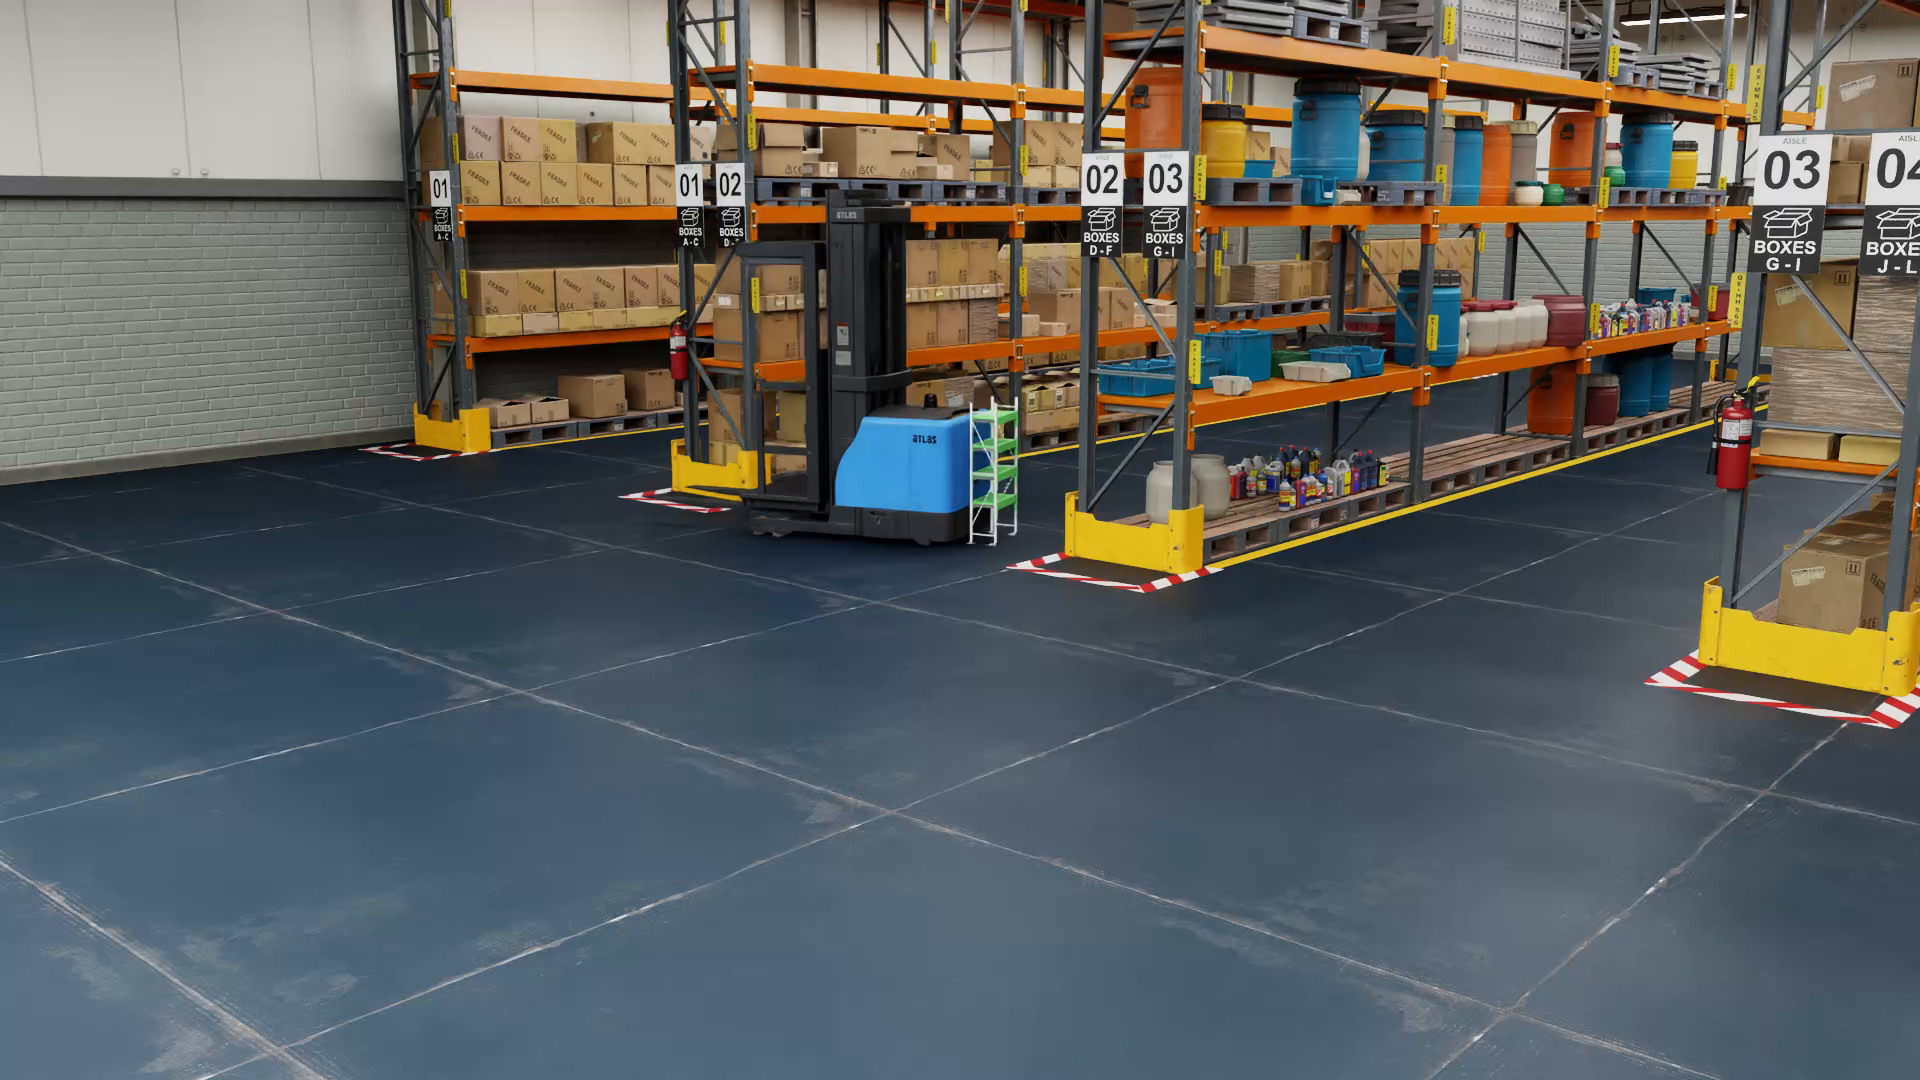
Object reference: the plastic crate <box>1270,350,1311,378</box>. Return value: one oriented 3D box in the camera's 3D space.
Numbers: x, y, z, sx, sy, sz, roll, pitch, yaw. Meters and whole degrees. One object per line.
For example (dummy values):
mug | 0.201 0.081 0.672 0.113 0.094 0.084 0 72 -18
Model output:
plastic crate | 2.902 -1.607 15.139 0.450 0.188 0.662 10 15 40

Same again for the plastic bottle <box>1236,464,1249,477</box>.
plastic bottle | 2.531 -0.546 15.119 0.152 0.276 0.135 9 15 39

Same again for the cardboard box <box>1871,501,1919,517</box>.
cardboard box | 6.713 0.027 11.729 0.500 0.500 0.500 8 14 35

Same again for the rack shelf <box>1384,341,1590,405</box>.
rack shelf | 5.330 -1.815 17.479 1.077 0.370 4.000 10 15 40

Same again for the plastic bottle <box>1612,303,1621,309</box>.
plastic bottle | 8.457 -2.917 21.476 0.152 0.276 0.135 10 15 40

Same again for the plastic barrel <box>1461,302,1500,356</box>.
plastic barrel | 5.290 -2.161 17.025 0.433 0.535 0.433 0 11 0

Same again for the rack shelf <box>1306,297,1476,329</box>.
rack shelf | 6.892 -3.633 26.581 1.077 0.370 4.000 10 15 40

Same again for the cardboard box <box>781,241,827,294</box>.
cardboard box | -1.653 -2.765 16.826 0.700 0.500 0.500 9 15 39

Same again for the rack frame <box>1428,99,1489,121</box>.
rack frame | 8.213 -7.222 27.396 1.000 3.000 0.127 10 15 40

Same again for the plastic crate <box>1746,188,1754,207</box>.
plastic crate | 11.467 -5.026 24.390 0.497 0.269 0.590 10 15 40

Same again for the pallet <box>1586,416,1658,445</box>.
pallet | 7.945 -1.395 20.657 1.003 0.211 1.213 10 15 40

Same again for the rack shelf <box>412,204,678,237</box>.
rack shelf | -4.752 -3.979 20.652 1.077 0.370 4.000 10 15 40

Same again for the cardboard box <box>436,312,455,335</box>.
cardboard box | -5.910 -2.596 19.884 0.500 0.250 0.500 10 15 41

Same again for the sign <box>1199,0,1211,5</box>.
sign | 1.780 -4.053 12.062 0.100 0.325 0.005 10 15 40

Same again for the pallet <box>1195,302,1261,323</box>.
pallet | 3.326 -3.118 22.654 1.213 0.211 1.003 10 15 40

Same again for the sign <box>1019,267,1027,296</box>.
sign | 0.709 -2.907 18.694 0.100 0.325 0.005 10 15 40

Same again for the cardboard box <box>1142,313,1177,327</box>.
cardboard box | 2.546 -2.812 21.274 0.380 0.149 0.250 10 15 40

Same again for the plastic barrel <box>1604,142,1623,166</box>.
plastic barrel | 7.707 -4.486 19.937 0.433 0.535 0.433 0 11 0

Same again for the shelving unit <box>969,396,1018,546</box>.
shelving unit | 0.288 -0.594 14.124 0.258 1.200 0.503 5 12 22

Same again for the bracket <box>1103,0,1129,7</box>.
bracket | 3.902 -9.648 30.350 0.076 0.066 4.783 10 15 40

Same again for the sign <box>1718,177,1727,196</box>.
sign | 9.703 -4.455 21.176 0.100 0.325 0.005 10 15 40

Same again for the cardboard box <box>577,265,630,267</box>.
cardboard box | -4.577 -3.268 21.334 0.500 0.500 0.500 10 15 42

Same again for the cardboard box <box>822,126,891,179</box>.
cardboard box | -1.048 -3.930 16.886 0.500 0.500 0.500 10 15 40

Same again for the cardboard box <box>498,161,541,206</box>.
cardboard box | -5.283 -4.187 19.553 0.500 0.500 0.500 -11 16 -44

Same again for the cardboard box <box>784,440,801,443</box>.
cardboard box | -1.501 -0.908 17.048 0.500 0.250 0.500 10 15 40

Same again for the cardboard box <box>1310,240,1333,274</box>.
cardboard box | 5.712 -4.339 25.470 0.500 0.500 0.500 10 15 41

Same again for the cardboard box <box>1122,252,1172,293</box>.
cardboard box | 3.178 -4.772 29.677 0.980 0.700 0.700 9 14 38

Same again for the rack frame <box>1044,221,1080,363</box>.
rack frame | 1.849 -4.332 28.241 1.000 3.000 0.127 10 15 40

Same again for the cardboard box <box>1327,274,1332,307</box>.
cardboard box | 5.709 -3.848 25.562 0.500 0.500 0.500 10 15 41

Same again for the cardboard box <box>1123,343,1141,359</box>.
cardboard box | 2.753 -3.482 29.297 0.700 0.500 0.500 10 15 40

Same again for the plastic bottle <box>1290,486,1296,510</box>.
plastic bottle | 2.869 -0.371 14.430 0.097 0.201 0.097 0 11 0

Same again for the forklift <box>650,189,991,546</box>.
forklift | -1.277 -1.553 14.501 3.031 2.935 1.130 5 12 22

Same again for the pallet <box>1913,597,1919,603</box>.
pallet | 6.508 0.418 11.582 1.003 0.211 1.213 10 15 40

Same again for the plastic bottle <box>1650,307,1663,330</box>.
plastic bottle | 8.610 -2.743 20.601 0.152 0.276 0.135 10 15 40

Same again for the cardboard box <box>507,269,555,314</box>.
cardboard box | -5.198 -2.973 19.856 0.500 0.500 0.500 10 15 41

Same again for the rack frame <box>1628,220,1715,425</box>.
rack frame | 9.291 -3.051 21.828 1.000 3.000 0.127 10 15 40

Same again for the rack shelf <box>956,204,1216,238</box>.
rack shelf | 1.612 -3.927 20.394 1.077 0.370 4.000 10 15 40

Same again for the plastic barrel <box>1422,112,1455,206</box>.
plastic barrel | 4.614 -3.790 16.589 0.600 0.901 0.600 0 11 0

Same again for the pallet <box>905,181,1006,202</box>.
pallet | -0.252 -3.814 18.214 1.003 0.211 1.213 10 15 40

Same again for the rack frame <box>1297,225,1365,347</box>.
rack frame | 5.572 -3.692 25.037 1.000 3.000 0.127 10 15 40

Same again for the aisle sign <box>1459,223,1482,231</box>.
aisle sign | 8.488 -5.526 27.581 0.394 0.787 0.004 10 15 40

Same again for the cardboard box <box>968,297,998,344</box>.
cardboard box | 0.003 -2.498 18.804 0.700 0.500 0.500 9 15 39

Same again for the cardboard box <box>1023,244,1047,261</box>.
cardboard box | 1.051 -4.653 26.871 0.500 0.250 0.500 10 15 41

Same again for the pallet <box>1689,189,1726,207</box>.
pallet | 8.846 -4.301 20.912 1.213 0.211 1.003 10 15 40

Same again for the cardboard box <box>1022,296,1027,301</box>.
cardboard box | 0.967 -3.951 26.924 0.380 0.149 0.250 9 15 39

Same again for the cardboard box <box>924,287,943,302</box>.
cardboard box | -0.400 -2.665 17.984 0.380 0.149 0.250 10 15 40

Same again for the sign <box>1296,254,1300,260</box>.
sign | 5.160 -4.185 25.298 0.100 0.325 0.005 10 15 40

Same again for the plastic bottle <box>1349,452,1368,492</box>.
plastic bottle | 3.674 -0.630 15.349 0.144 0.351 0.185 9 14 38

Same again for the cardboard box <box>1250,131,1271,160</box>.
cardboard box | 3.898 -5.327 22.758 0.500 0.500 0.500 10 15 40

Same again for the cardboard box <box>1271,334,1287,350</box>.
cardboard box | 4.410 -2.863 24.230 0.500 0.250 0.500 10 15 40

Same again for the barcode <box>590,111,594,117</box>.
barcode | -4.673 -5.408 21.123 0.001 0.075 0.075 10 15 40

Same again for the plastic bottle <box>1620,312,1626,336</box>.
plastic bottle | 7.821 -2.556 19.680 0.097 0.271 0.097 0 11 0

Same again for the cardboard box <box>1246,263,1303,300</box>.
cardboard box | 4.452 -3.679 23.645 0.700 0.500 0.500 6 13 26

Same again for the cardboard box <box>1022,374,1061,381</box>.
cardboard box | 1.013 -1.895 20.555 0.500 0.311 0.500 10 15 40

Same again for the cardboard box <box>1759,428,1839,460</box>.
cardboard box | 5.123 -0.590 10.151 0.380 0.149 0.250 10 15 40
